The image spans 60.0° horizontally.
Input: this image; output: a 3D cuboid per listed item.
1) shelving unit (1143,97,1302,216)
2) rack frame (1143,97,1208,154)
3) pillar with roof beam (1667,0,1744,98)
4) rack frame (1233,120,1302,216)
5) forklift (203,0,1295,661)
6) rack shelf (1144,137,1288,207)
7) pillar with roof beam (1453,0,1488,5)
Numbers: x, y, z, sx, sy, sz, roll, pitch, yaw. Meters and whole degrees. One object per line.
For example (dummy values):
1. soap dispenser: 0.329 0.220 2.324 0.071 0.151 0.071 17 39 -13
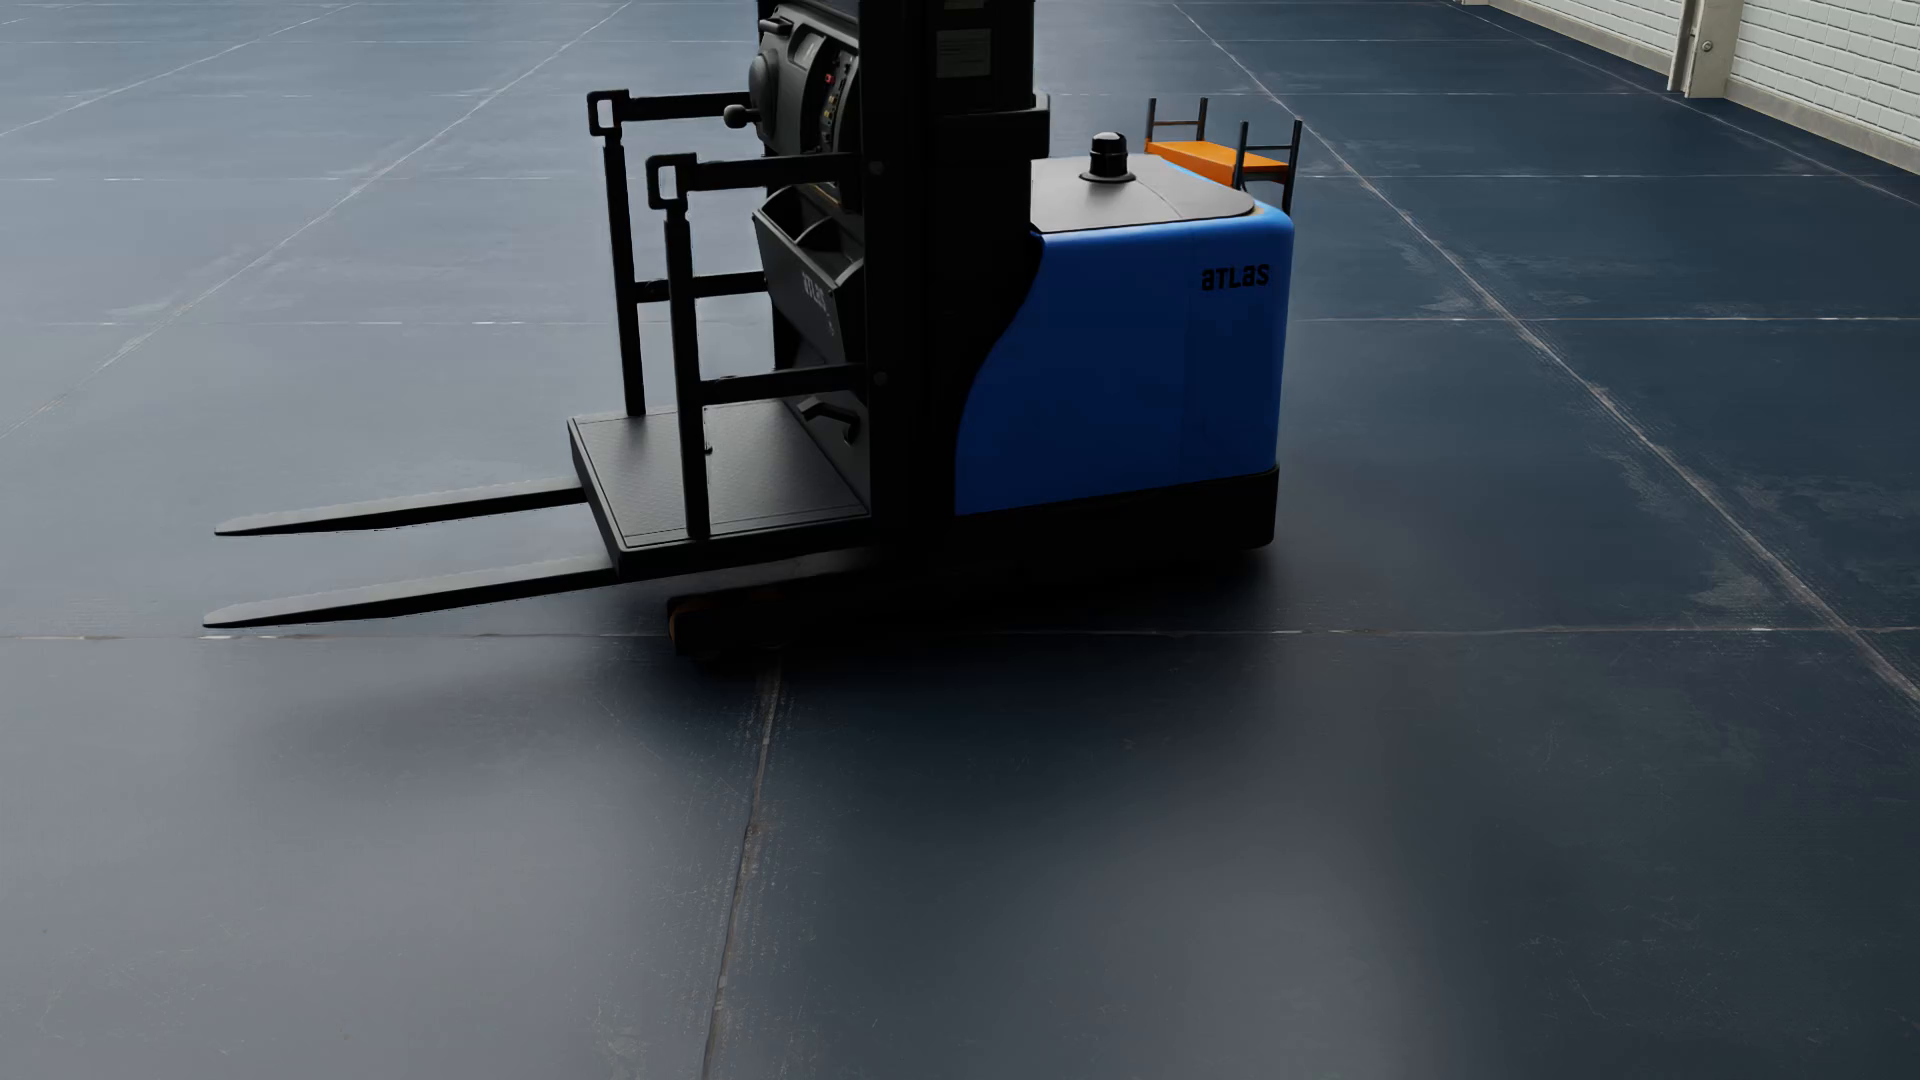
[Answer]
1. shelving unit: 0.823 -0.854 5.661 0.258 1.200 0.503 -9 26 -29
2. rack frame: 0.702 -0.942 5.854 0.240 1.200 0.015 -9 26 -29
3. pillar with roof beam: 1.422 -7.554 11.032 9.100 9.000 0.400 0 24 -1
4. rack frame: 0.944 -0.767 5.468 0.240 1.200 0.015 -9 26 -29
5. forklift: -0.610 -1.253 4.464 3.031 2.935 1.130 -8 26 -18
6. rack shelf: 0.848 -1.217 5.512 0.258 0.148 0.480 -9 26 -29
7. pillar with roof beam: 1.357 -10.026 16.498 9.100 9.000 0.400 0 24 -1
